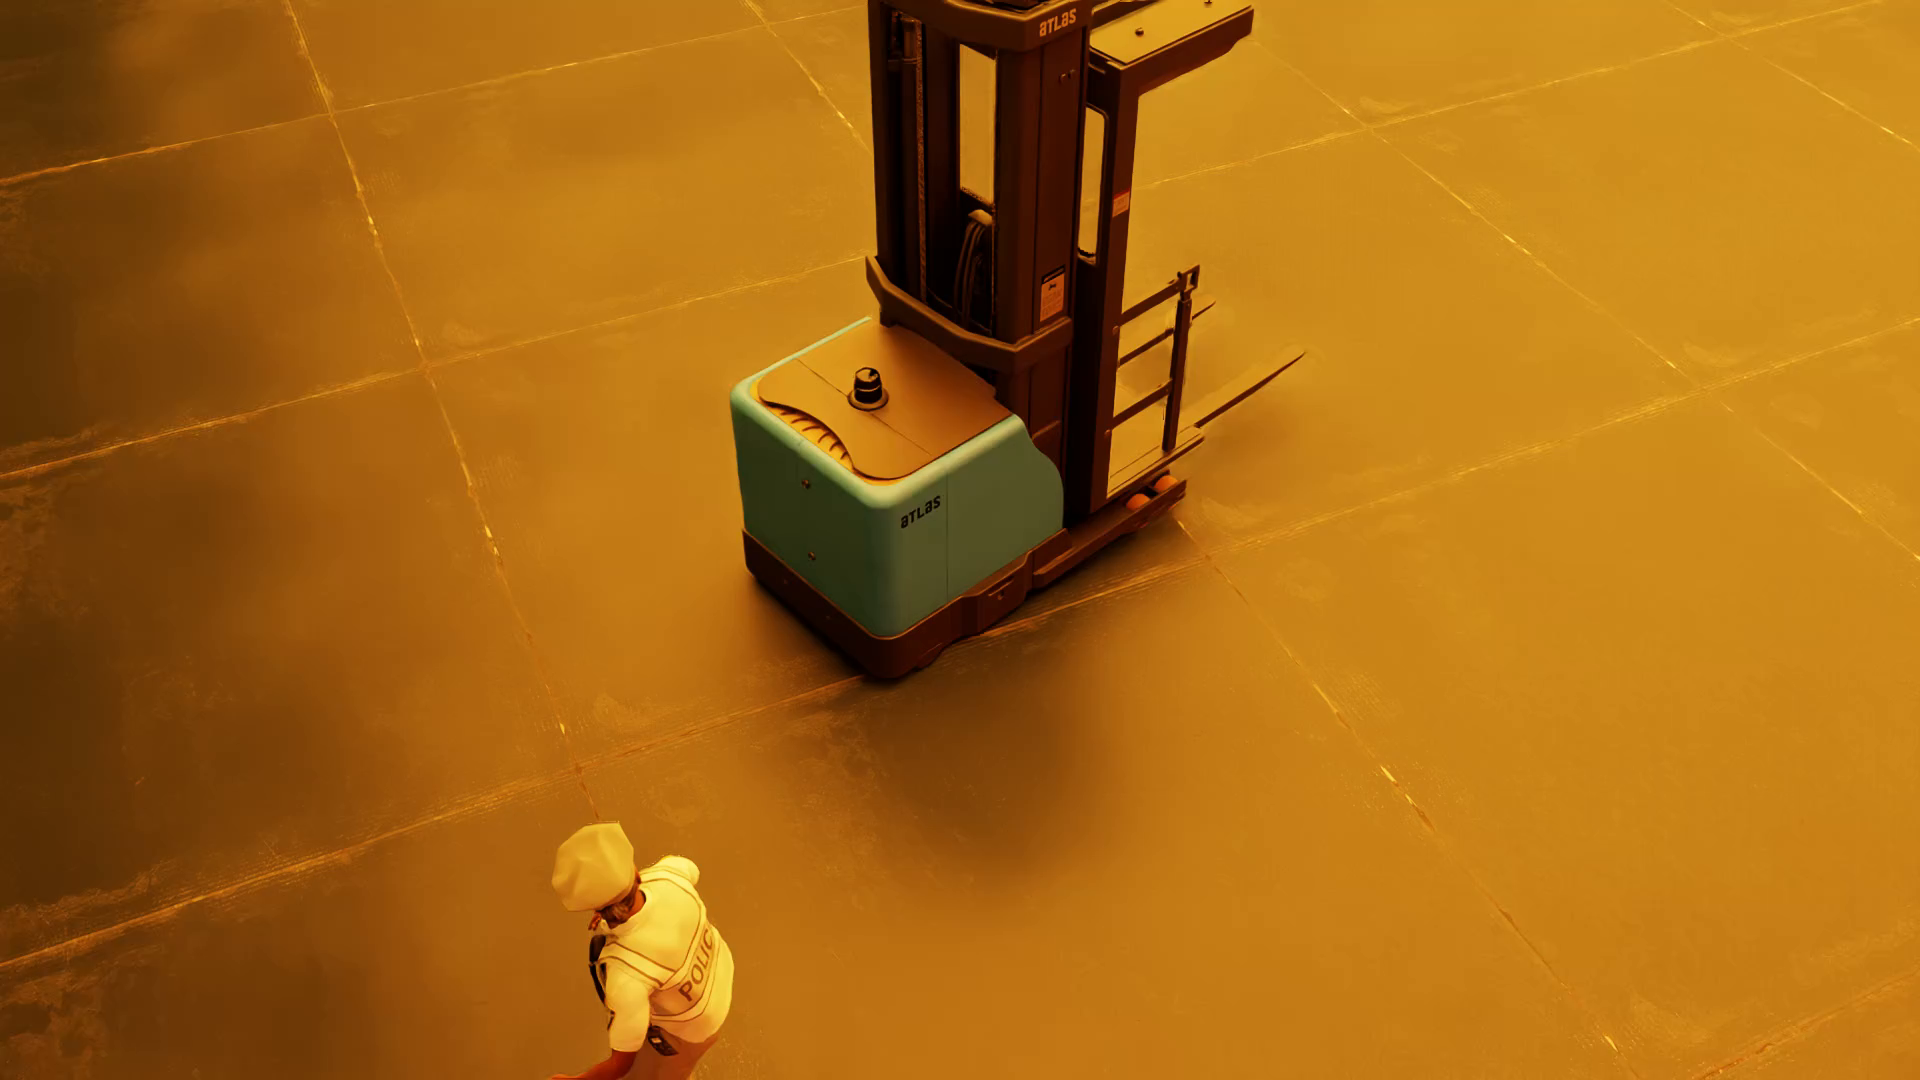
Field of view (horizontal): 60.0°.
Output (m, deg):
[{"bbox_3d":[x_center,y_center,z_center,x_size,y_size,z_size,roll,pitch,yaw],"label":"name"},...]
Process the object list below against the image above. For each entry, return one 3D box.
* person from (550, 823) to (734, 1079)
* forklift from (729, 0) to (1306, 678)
[{"bbox_3d":[-0.962,1.446,5.116,0.519,1.625,0.685,2,43,2],"label":"person"},{"bbox_3d":[0.444,-1.362,7.139,3.031,2.935,1.130,-32,52,-30],"label":"forklift"}]
